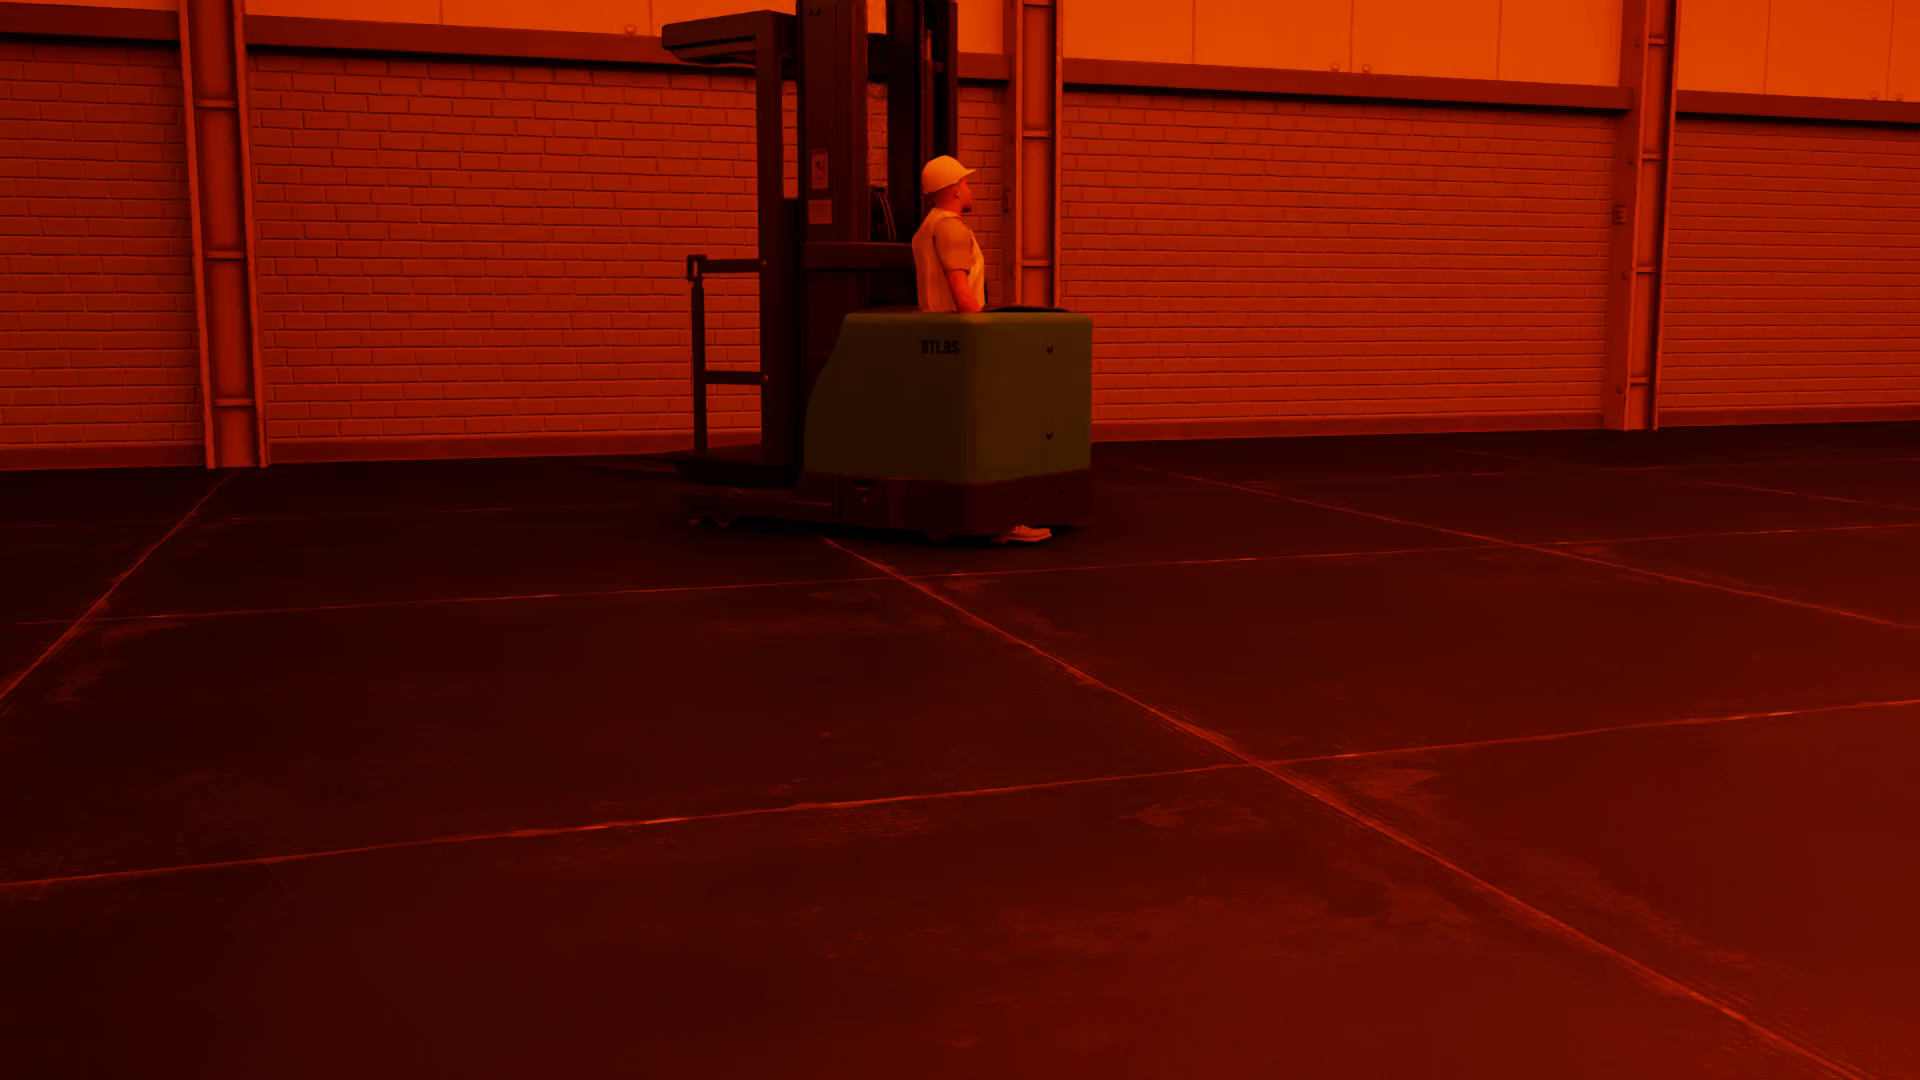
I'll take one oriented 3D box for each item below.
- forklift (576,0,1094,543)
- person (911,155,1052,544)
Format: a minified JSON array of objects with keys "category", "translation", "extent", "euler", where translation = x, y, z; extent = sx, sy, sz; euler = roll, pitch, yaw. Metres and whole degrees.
[{"category":"forklift","translation":[-0.802,-1.575,8.629],"extent":[3.031,2.935,1.130],"euler":[6,10,38]},{"category":"person","translation":[0.078,-0.895,7.815],"extent":[0.567,1.786,0.637],"euler":[-3,8,-18]}]
